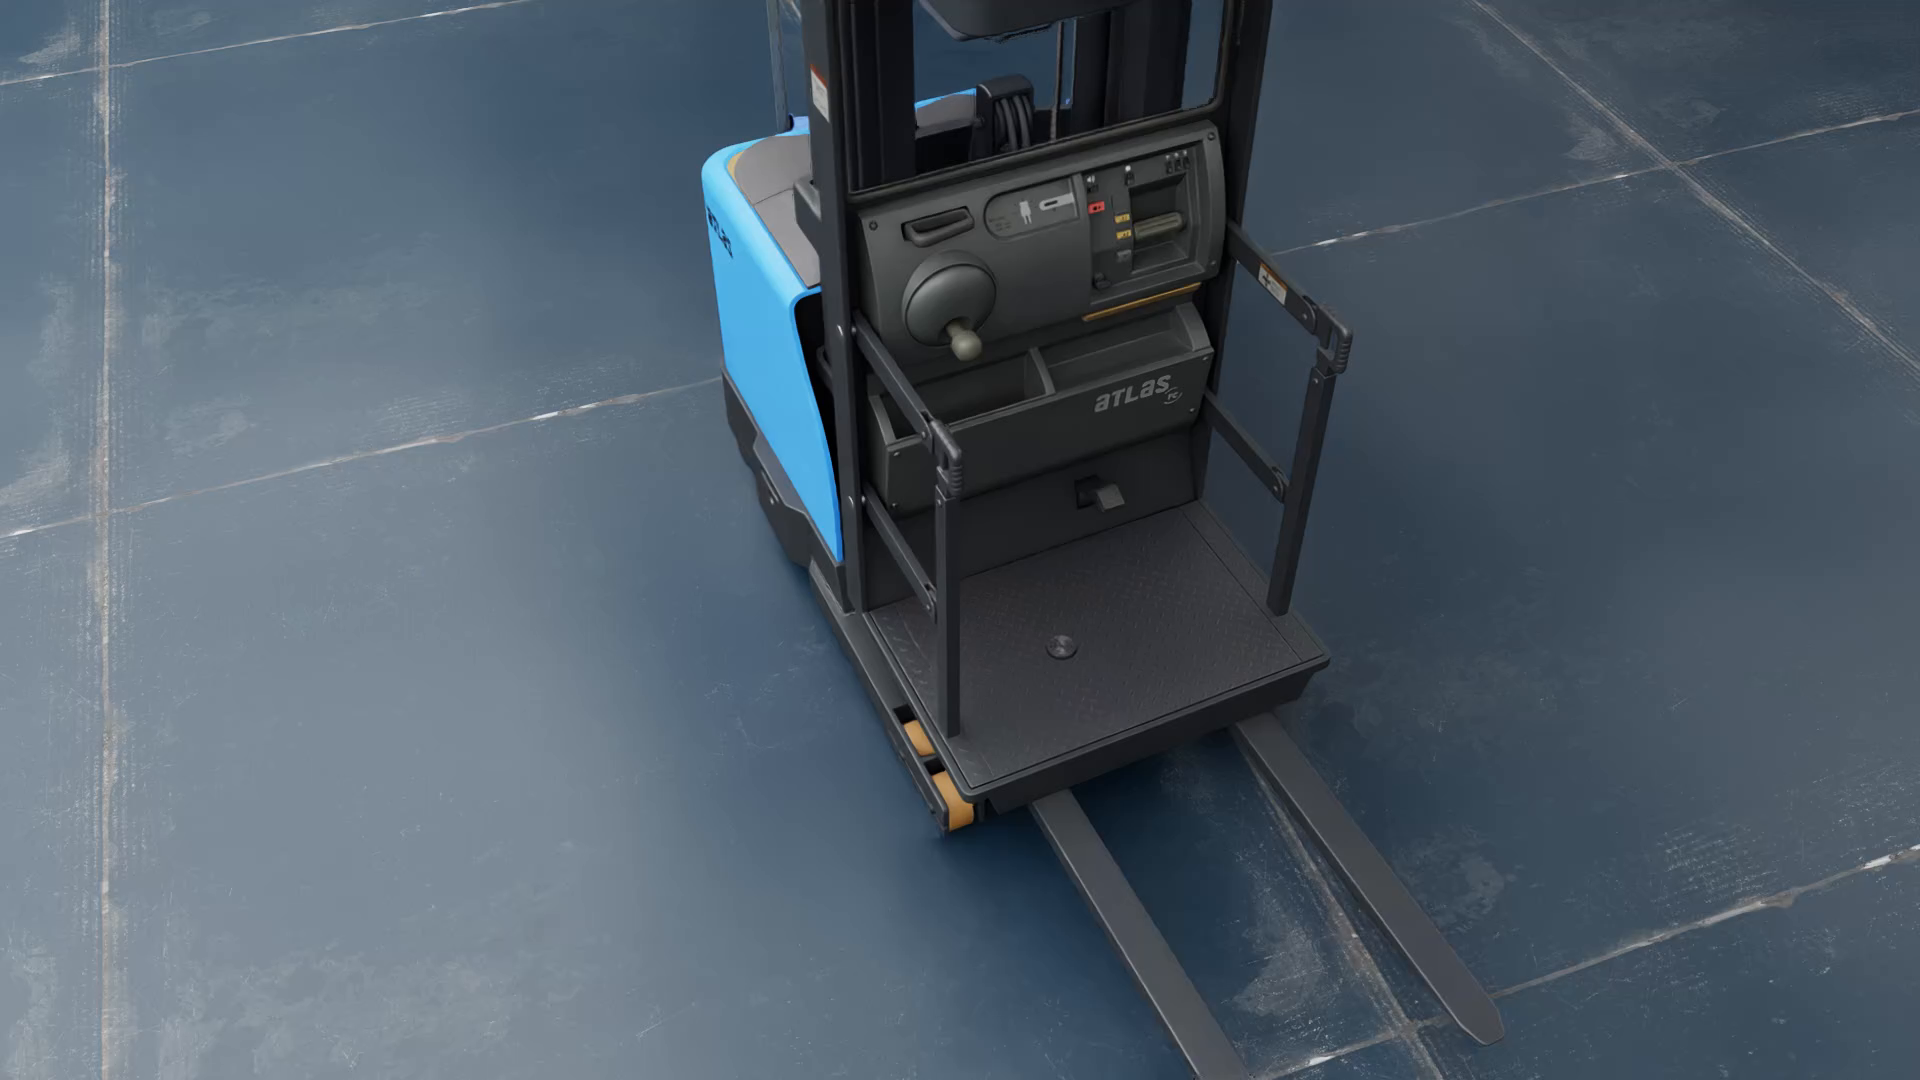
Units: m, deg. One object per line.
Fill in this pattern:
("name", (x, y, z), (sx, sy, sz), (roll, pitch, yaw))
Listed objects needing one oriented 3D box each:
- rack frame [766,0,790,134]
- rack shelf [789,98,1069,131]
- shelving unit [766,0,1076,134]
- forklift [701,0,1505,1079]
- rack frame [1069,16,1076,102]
("rack frame", (-0.587, -1.369, 5.555), (0.032, 1.500, 0.500), (-4, 45, -4))
("rack shelf", (-0.081, -1.278, 5.719), (1.000, 0.185, 0.538), (-4, 45, -4))
("shelving unit", (-0.081, -1.405, 5.591), (1.048, 1.500, 0.538), (-4, 45, -4))
("forklift", (0.306, -0.613, 3.792), (1.130, 2.935, 3.031), (-18, 48, -17))
("rack frame", (0.424, -1.441, 5.628), (0.032, 1.500, 0.500), (-4, 45, -4))
